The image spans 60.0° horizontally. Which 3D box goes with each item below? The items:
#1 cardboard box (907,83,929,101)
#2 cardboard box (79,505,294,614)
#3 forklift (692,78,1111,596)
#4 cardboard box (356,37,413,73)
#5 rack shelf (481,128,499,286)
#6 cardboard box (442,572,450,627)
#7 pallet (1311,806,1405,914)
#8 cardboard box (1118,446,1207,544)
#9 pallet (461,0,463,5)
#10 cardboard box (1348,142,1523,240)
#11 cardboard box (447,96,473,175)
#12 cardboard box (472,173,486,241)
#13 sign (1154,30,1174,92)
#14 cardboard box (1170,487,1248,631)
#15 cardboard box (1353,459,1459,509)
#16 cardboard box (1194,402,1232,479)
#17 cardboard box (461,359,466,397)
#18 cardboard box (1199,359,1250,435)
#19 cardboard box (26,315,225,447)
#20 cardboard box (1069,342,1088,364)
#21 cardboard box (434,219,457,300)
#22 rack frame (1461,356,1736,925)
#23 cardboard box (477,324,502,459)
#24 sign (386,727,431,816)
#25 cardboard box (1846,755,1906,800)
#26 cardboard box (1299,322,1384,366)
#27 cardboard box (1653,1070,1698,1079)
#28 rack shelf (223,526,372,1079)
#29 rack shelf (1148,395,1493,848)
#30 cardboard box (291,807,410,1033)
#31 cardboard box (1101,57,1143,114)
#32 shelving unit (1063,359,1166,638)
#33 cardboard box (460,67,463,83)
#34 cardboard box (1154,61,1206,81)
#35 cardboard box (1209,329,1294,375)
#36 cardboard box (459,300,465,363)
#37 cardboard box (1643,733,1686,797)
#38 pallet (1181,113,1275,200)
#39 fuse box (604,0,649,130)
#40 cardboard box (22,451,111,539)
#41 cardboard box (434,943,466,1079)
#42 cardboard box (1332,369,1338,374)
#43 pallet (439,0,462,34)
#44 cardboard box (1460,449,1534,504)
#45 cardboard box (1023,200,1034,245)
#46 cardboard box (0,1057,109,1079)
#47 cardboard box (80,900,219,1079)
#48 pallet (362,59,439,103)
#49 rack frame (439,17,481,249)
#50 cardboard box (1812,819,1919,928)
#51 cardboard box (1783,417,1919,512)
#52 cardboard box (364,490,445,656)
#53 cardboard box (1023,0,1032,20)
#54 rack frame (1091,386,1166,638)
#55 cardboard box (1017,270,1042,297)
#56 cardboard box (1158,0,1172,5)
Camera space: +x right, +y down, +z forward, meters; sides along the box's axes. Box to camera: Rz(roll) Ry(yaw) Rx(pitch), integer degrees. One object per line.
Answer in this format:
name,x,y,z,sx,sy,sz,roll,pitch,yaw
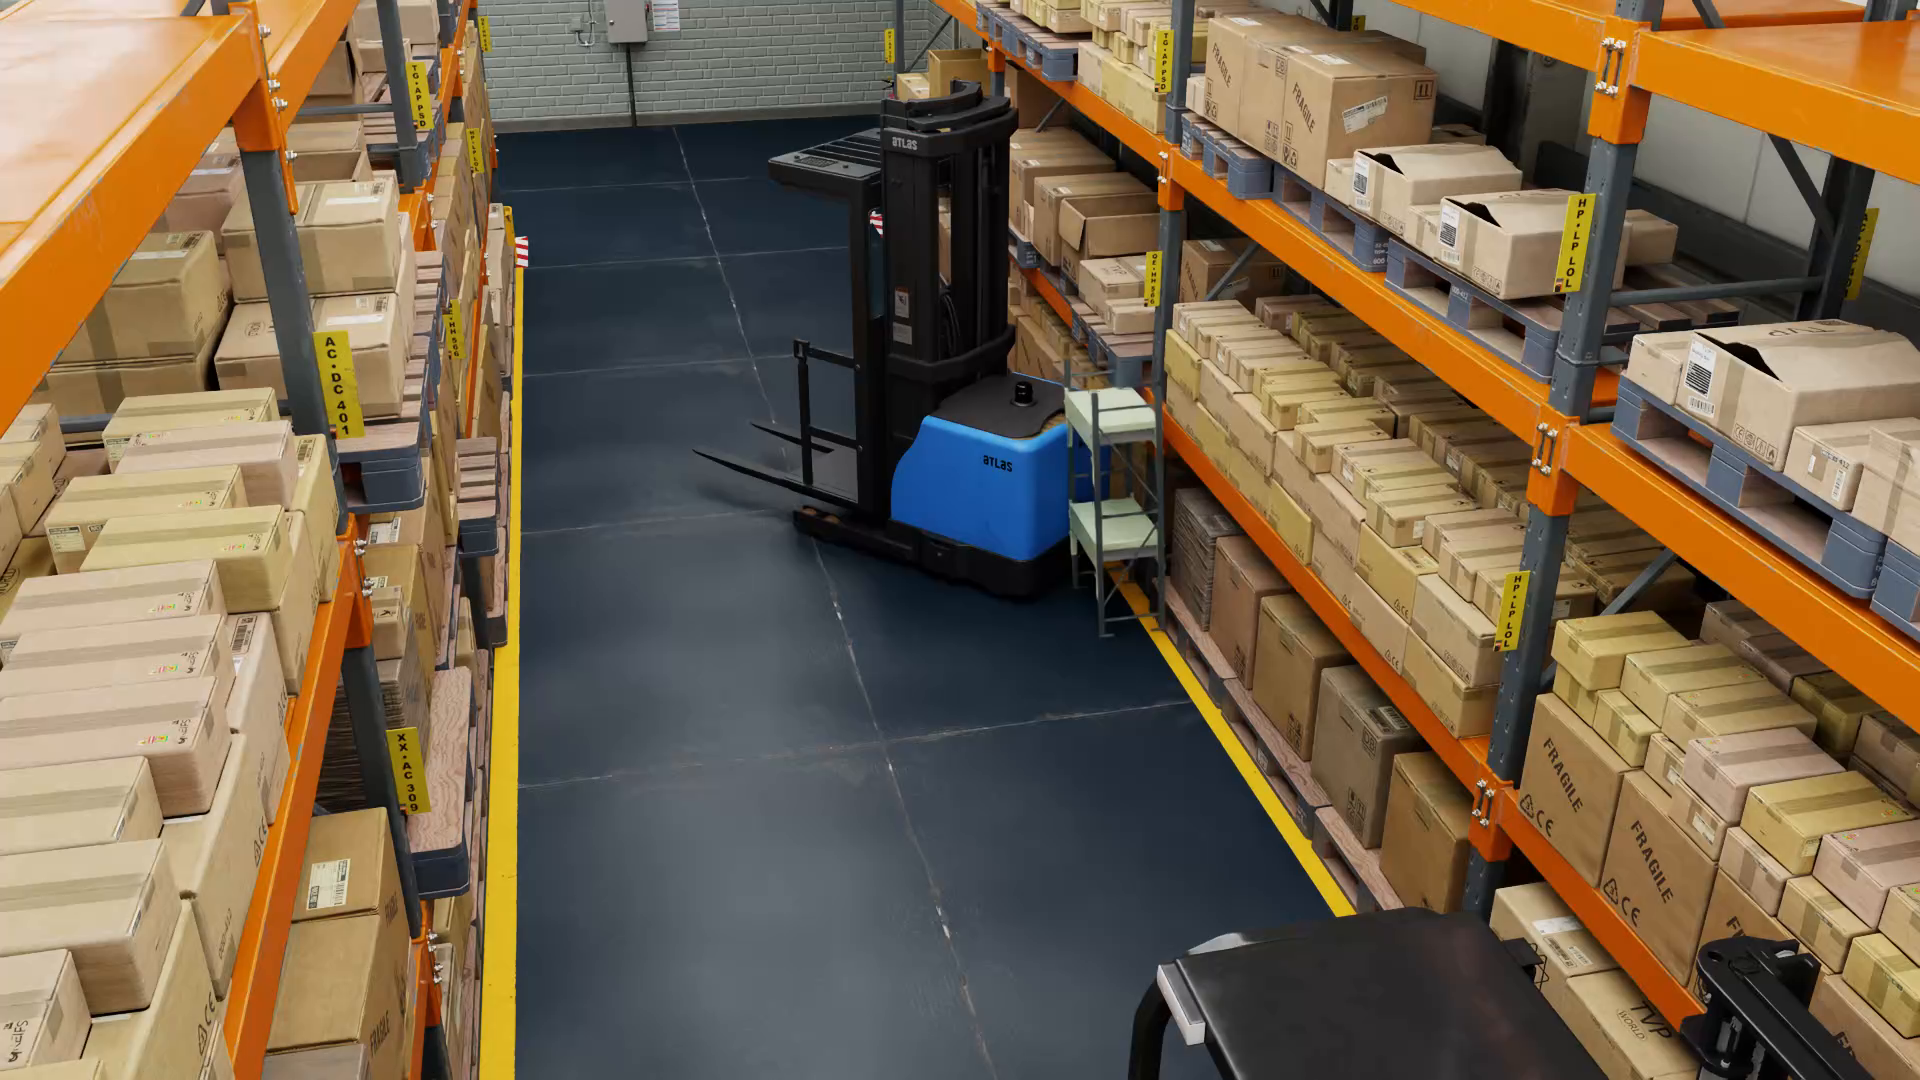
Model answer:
cardboard box,-0.213,-4.203,15.931,0.500,0.250,0.500,-6,27,-11
cardboard box,-1.723,0.053,3.727,0.380,0.149,0.250,-5,27,-10
forklift,-0.503,-1.476,10.767,3.031,2.935,1.130,18,32,32
cardboard box,-3.528,-2.931,10.038,0.380,0.166,0.250,-4,27,-7
rack shelf,-4.551,-2.880,14.272,1.077,0.370,4.000,-6,27,-12
cardboard box,-2.381,0.264,7.058,0.380,0.149,0.250,-5,27,-10
pallet,2.333,1.608,7.675,1.003,0.211,1.213,-6,27,-12
cardboard box,1.331,-0.308,10.686,0.500,0.500,0.500,-5,27,-10
pallet,-4.546,-4.517,13.487,1.003,0.211,1.213,-6,27,-12
cardboard box,1.964,-1.478,6.889,0.500,0.311,0.500,-7,28,-13
cardboard box,-3.972,-3.048,12.585,0.500,0.500,0.500,-6,27,-11
cardboard box,-3.951,-2.600,12.809,0.500,0.500,0.500,-5,27,-10
sign,1.107,-2.589,8.993,0.100,0.325,0.005,-6,27,-12
cardboard box,1.763,0.075,9.788,0.875,0.625,0.625,-5,27,-10
cardboard box,1.978,-0.226,7.385,0.380,0.149,0.250,-7,28,-13
cardboard box,1.606,-0.565,9.053,0.500,0.250,0.500,-7,28,-13
cardboard box,-3.197,-0.964,9.844,0.500,0.250,0.500,-7,28,-13
cardboard box,1.610,-0.790,8.944,0.500,0.250,0.500,-5,27,-10
cardboard box,-2.570,-0.513,5.154,0.500,0.250,0.500,-6,28,-13
cardboard box,1.001,-1.323,11.977,0.380,0.149,0.250,-6,27,-11
cardboard box,-3.193,-1.516,9.551,0.500,0.500,0.500,-6,27,-11
rack frame,2.537,0.683,6.414,1.000,3.000,0.127,-6,27,-12
cardboard box,-3.672,-0.902,11.447,0.875,0.875,0.875,-5,27,-10
sign,-1.771,0.744,5.333,0.100,0.325,0.005,-6,27,-12
cardboard box,3.098,0.797,5.357,0.380,0.149,0.250,-6,27,-11
cardboard box,2.073,-1.061,9.040,0.380,0.149,0.250,-6,27,-12
cardboard box,2.569,1.964,5.353,0.500,0.250,0.500,-5,27,-10
rack shelf,-1.847,1.049,3.159,1.077,0.370,4.000,-6,27,-12
rack shelf,2.087,0.126,8.316,1.077,0.370,4.000,-6,27,-12
cardboard box,-1.955,1.181,4.986,0.500,0.500,0.500,-7,28,-13
cardboard box,1.170,-2.766,10.086,0.500,0.250,0.500,-6,27,-11
shelving unit,0.920,-0.275,9.905,0.431,1.500,0.755,-6,22,-7
cardboard box,-4.087,-3.603,12.965,0.380,0.149,0.250,-6,27,-12
cardboard box,1.322,-2.654,9.421,0.380,0.149,0.250,-5,27,-11
cardboard box,1.565,-1.010,8.938,0.380,0.149,0.250,-5,27,-10
cardboard box,-3.188,-1.198,9.753,0.500,0.250,0.500,-5,27,-10
cardboard box,2.499,0.741,5.469,0.380,0.149,0.250,-6,27,-12
pallet,1.876,-2.039,8.688,1.213,0.211,1.003,-5,27,-9
fuse box,-4.216,-6.126,21.335,0.539,1.711,0.414,-6,27,-12
cardboard box,-2.465,0.005,4.265,0.500,0.250,0.500,-7,28,-13
cardboard box,-2.418,1.944,6.365,0.950,0.372,0.625,-6,27,-11
cardboard box,2.125,-0.836,9.035,0.500,0.250,0.500,-6,27,-11
pallet,-4.275,-3.983,12.428,1.003,0.211,1.213,-6,27,-12
cardboard box,2.493,-0.282,7.495,0.380,0.149,0.250,-6,27,-12
cardboard box,0.674,-2.307,12.022,0.396,0.266,0.258,-5,27,-9
cardboard box,-1.330,0.842,2.164,0.380,0.149,0.250,-6,27,-12
cardboard box,-1.495,0.846,2.599,0.500,0.250,0.500,-5,27,-10
pallet,-3.651,-2.590,9.779,1.003,0.211,1.213,-5,27,-9
rack frame,-4.101,-2.323,12.370,1.000,3.000,0.127,-6,27,-12
cardboard box,2.688,0.944,4.737,0.380,0.149,0.250,-6,27,-12
cardboard box,2.516,-0.211,4.558,0.380,0.149,0.250,-5,27,-10
cardboard box,-2.336,0.151,6.562,0.500,0.500,0.500,-6,27,-12
cardboard box,0.647,-3.668,11.408,0.380,0.149,0.250,-6,27,-12
rack frame,0.975,-0.143,9.568,0.400,1.500,0.023,-6,22,-7
cardboard box,0.661,-2.029,13.046,0.380,0.149,0.250,-7,28,-14
cardboard box,1.478,-3.396,10.560,0.380,0.149,0.250,-6,27,-12
